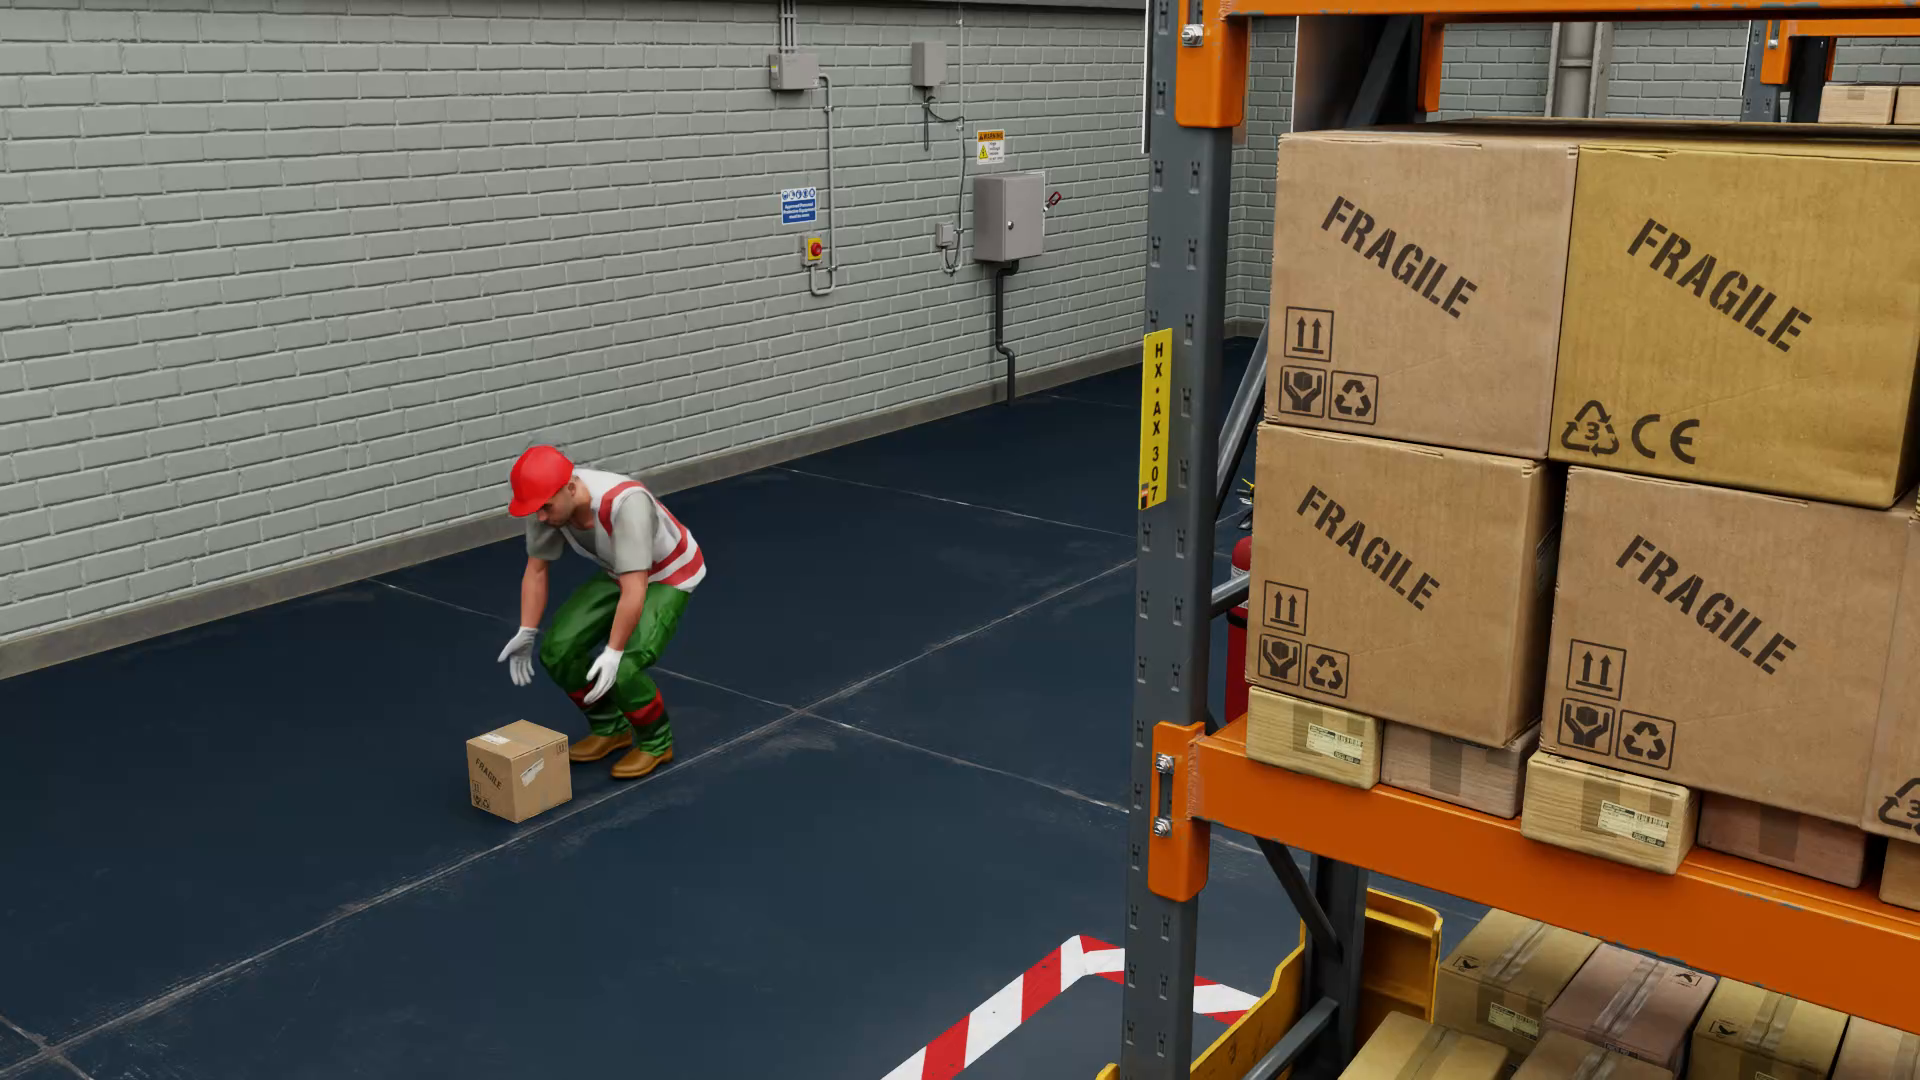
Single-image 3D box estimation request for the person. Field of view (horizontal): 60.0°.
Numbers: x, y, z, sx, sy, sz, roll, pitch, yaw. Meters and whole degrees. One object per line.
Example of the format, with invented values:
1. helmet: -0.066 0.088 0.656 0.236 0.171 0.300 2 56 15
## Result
1. person: -1.273 0.236 6.078 0.583 1.290 0.819 12 20 35
